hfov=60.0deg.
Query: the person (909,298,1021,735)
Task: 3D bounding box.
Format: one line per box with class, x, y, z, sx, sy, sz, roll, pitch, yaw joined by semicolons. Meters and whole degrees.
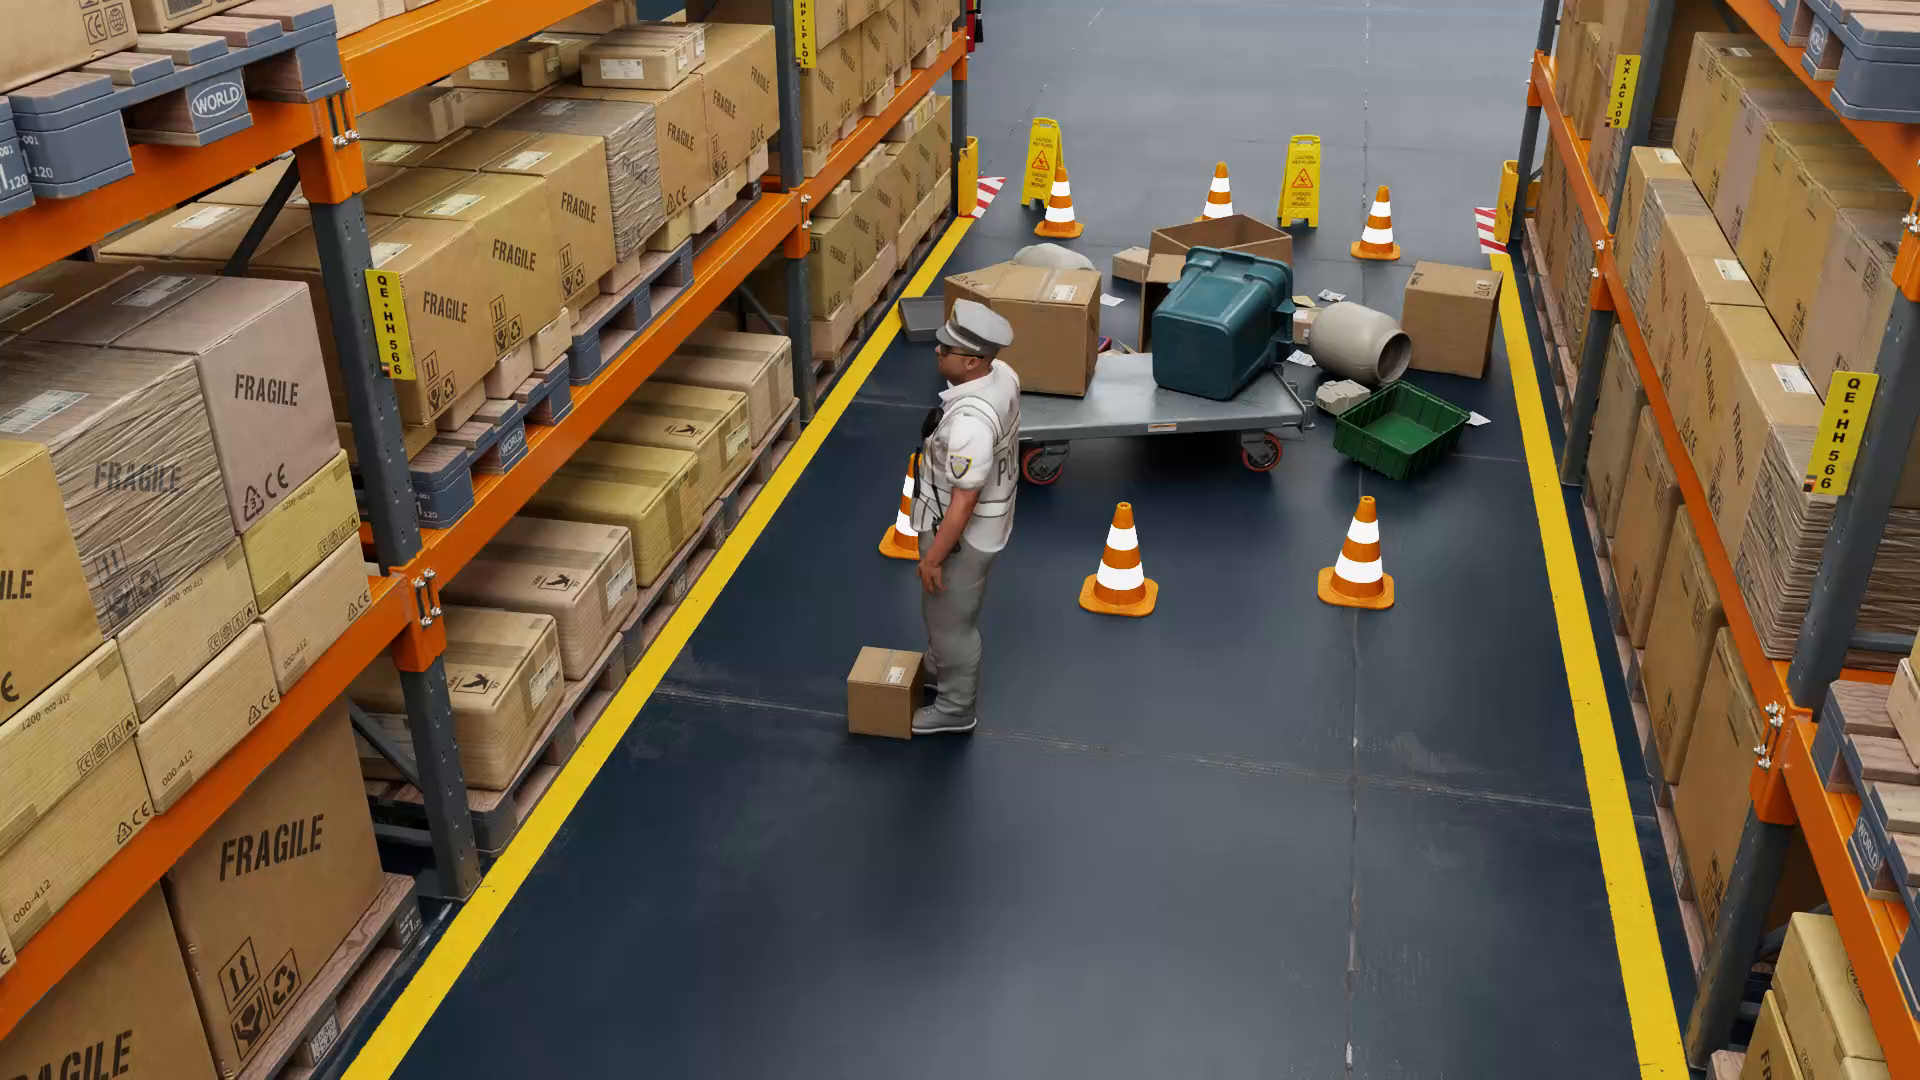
person;-0.076;-0.069;6.192;0.573;1.782;0.642;6;29;11
